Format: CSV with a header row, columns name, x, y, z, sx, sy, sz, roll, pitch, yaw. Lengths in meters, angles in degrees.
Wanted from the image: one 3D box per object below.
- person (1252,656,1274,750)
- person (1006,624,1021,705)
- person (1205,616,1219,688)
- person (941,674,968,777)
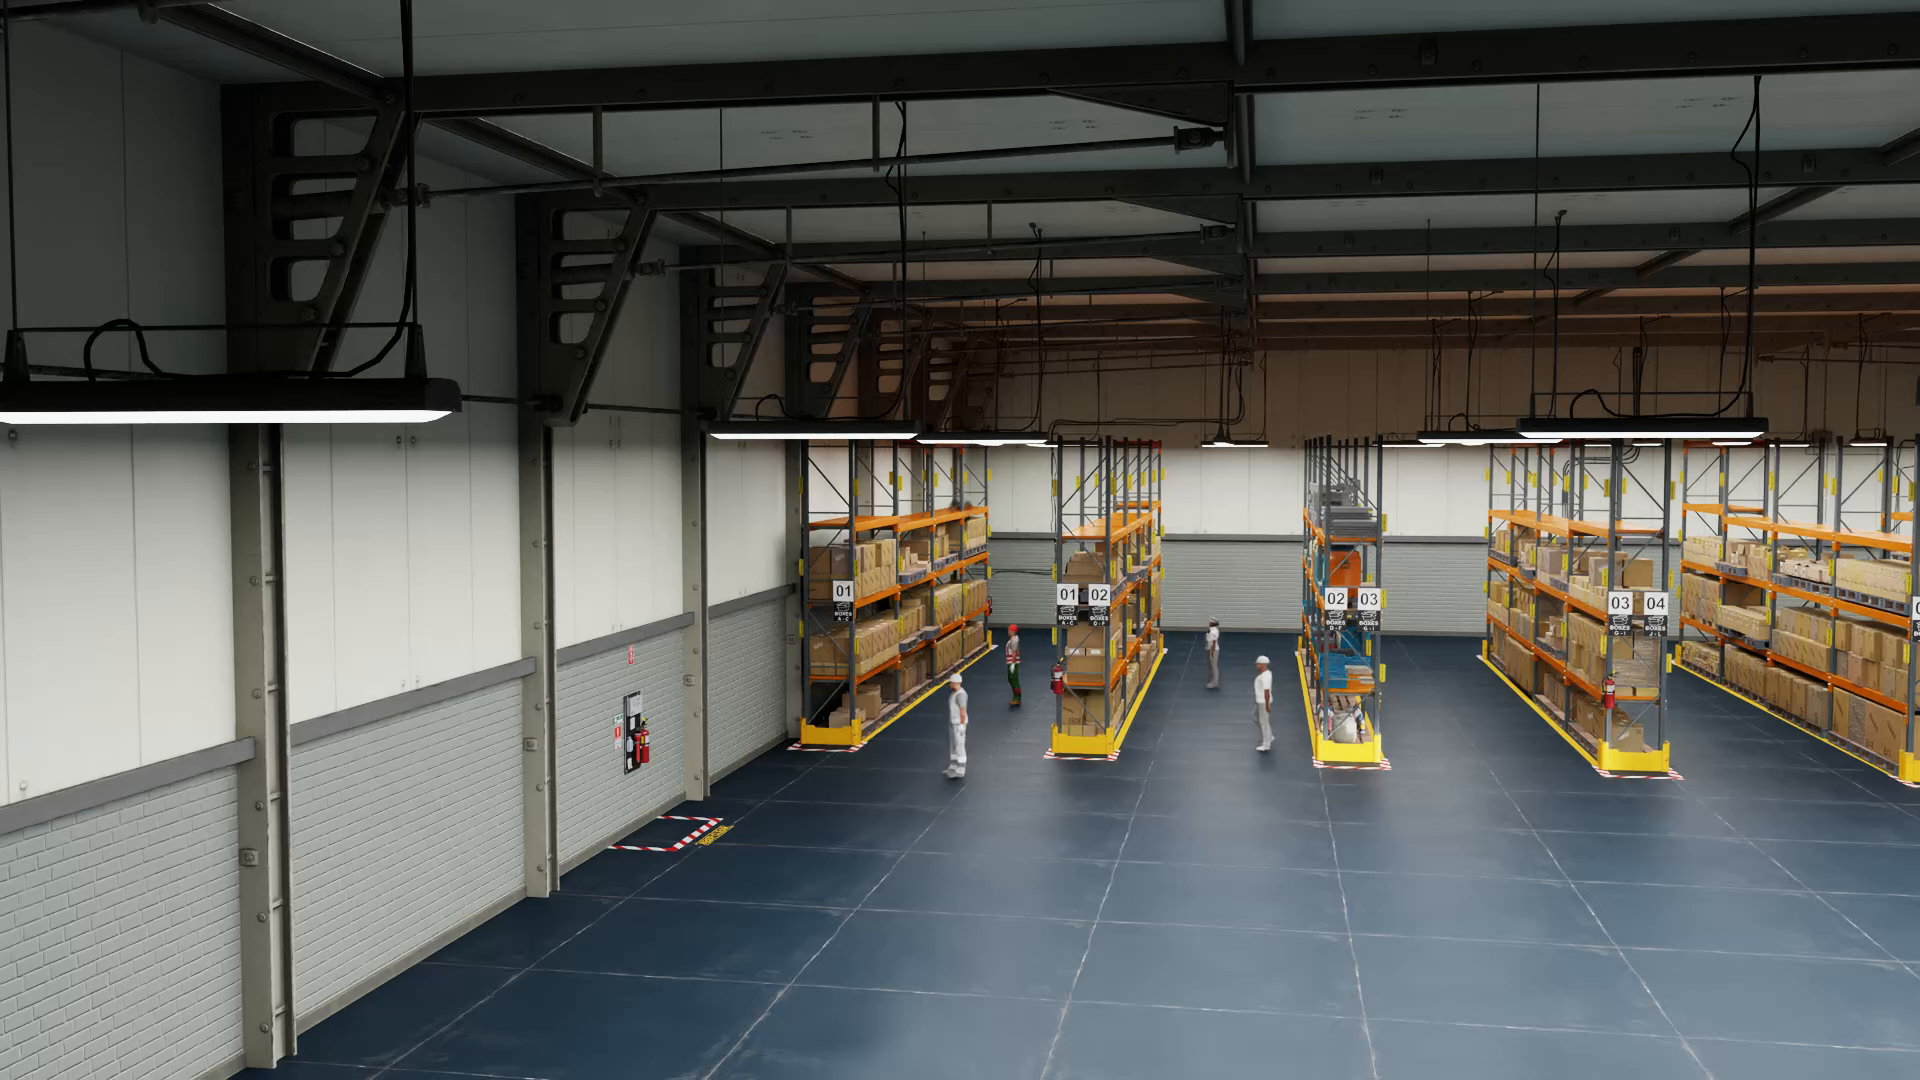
name,x,y,z,sx,sy,sz,roll,pitch,yaw
person,5.805,3.100,31.801,0.418,1.770,0.598,0,3,7
person,1.204,2.811,37.386,0.353,1.826,0.647,0,3,1
person,6.105,2.703,40.289,0.405,1.701,0.521,-1,3,-10
person,-0.096,3.239,29.171,0.427,1.791,0.594,-1,3,-18
